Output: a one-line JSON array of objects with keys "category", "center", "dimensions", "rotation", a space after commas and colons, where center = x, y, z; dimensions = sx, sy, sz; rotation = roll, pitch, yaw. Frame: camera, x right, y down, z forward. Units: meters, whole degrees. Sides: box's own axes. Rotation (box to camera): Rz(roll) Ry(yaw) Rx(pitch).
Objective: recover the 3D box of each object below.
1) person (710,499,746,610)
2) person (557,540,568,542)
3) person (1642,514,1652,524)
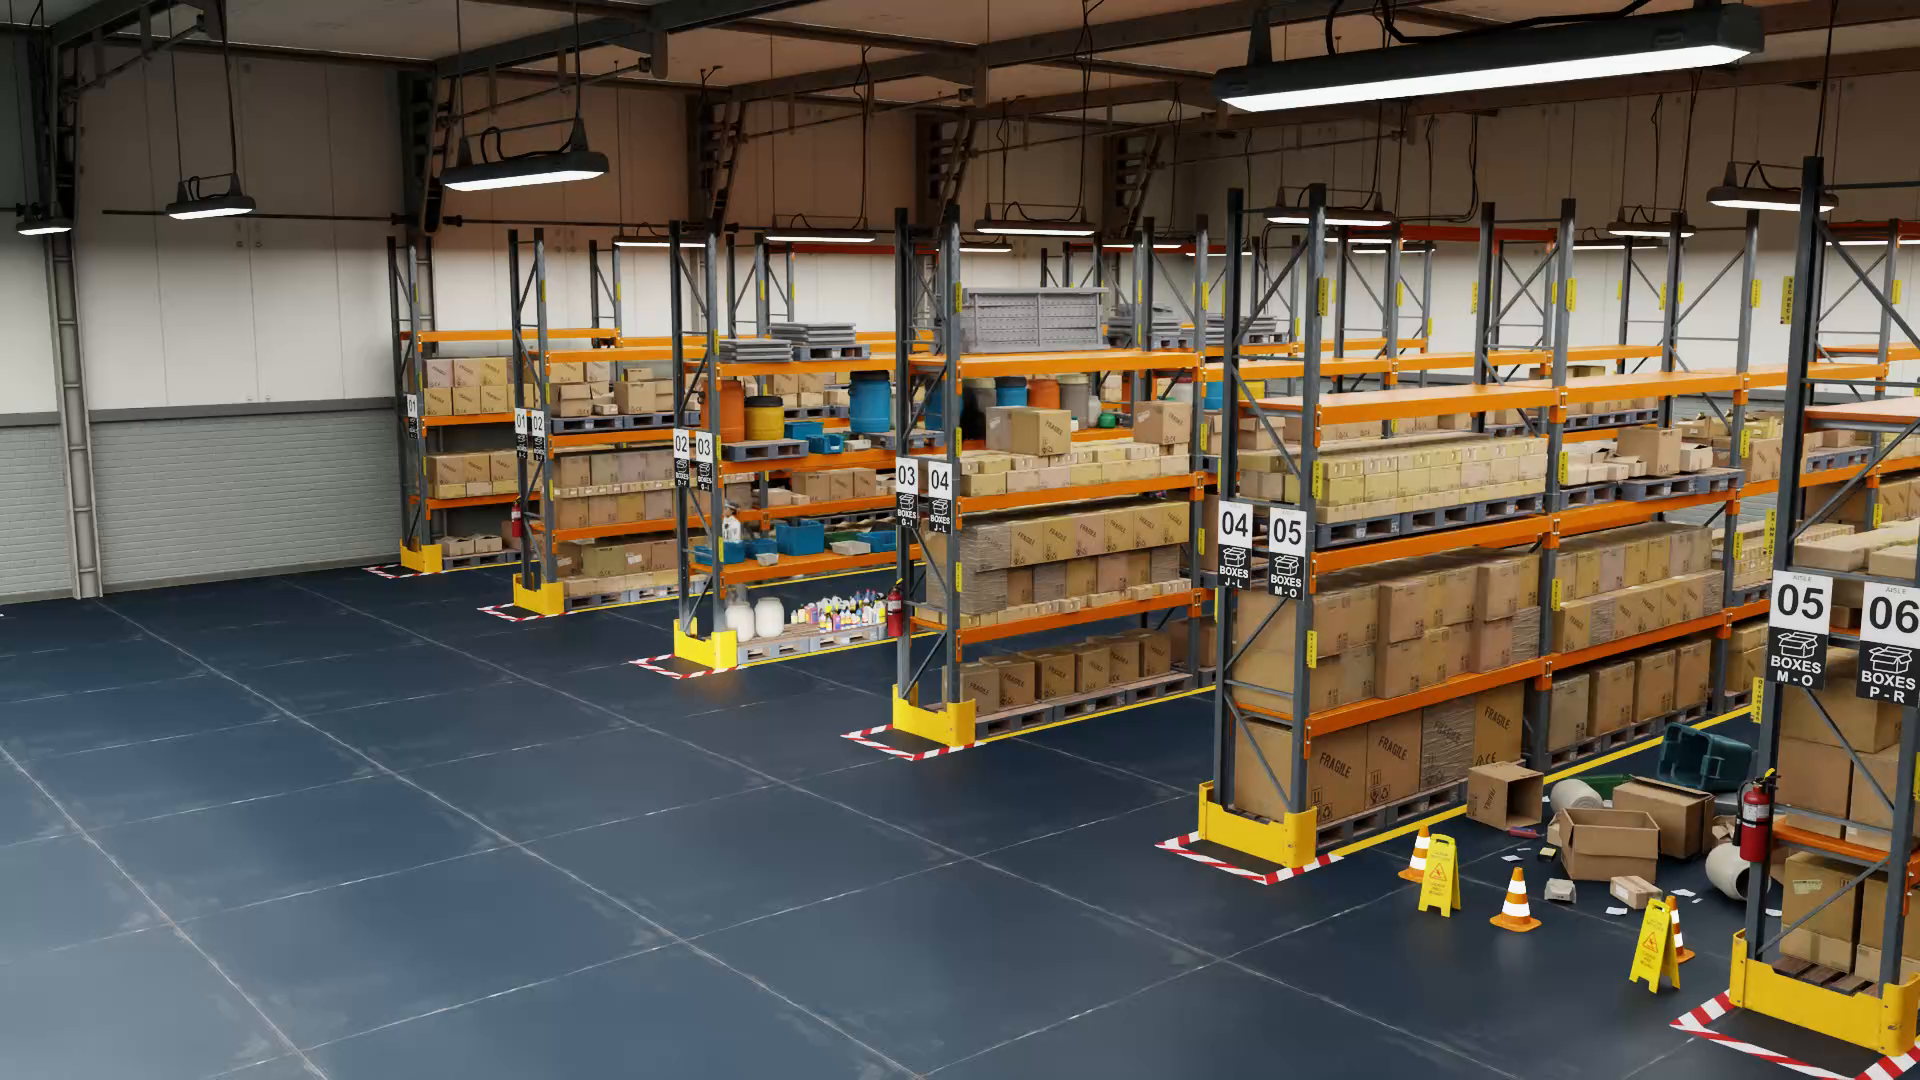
[{"category": "person", "center": [-3.503, 0.229, 24.931], "dimensions": [0.612, 1.697, 0.593], "rotation": [-8, 12, -42]}, {"category": "person", "center": [-6.874, -0.131, 28.810], "dimensions": [0.685, 1.789, 0.833], "rotation": [7, 11, 39]}, {"category": "person", "center": [10.847, 0.316, 26.075], "dimensions": [0.629, 1.713, 0.689], "rotation": [-8, 12, -43]}]
